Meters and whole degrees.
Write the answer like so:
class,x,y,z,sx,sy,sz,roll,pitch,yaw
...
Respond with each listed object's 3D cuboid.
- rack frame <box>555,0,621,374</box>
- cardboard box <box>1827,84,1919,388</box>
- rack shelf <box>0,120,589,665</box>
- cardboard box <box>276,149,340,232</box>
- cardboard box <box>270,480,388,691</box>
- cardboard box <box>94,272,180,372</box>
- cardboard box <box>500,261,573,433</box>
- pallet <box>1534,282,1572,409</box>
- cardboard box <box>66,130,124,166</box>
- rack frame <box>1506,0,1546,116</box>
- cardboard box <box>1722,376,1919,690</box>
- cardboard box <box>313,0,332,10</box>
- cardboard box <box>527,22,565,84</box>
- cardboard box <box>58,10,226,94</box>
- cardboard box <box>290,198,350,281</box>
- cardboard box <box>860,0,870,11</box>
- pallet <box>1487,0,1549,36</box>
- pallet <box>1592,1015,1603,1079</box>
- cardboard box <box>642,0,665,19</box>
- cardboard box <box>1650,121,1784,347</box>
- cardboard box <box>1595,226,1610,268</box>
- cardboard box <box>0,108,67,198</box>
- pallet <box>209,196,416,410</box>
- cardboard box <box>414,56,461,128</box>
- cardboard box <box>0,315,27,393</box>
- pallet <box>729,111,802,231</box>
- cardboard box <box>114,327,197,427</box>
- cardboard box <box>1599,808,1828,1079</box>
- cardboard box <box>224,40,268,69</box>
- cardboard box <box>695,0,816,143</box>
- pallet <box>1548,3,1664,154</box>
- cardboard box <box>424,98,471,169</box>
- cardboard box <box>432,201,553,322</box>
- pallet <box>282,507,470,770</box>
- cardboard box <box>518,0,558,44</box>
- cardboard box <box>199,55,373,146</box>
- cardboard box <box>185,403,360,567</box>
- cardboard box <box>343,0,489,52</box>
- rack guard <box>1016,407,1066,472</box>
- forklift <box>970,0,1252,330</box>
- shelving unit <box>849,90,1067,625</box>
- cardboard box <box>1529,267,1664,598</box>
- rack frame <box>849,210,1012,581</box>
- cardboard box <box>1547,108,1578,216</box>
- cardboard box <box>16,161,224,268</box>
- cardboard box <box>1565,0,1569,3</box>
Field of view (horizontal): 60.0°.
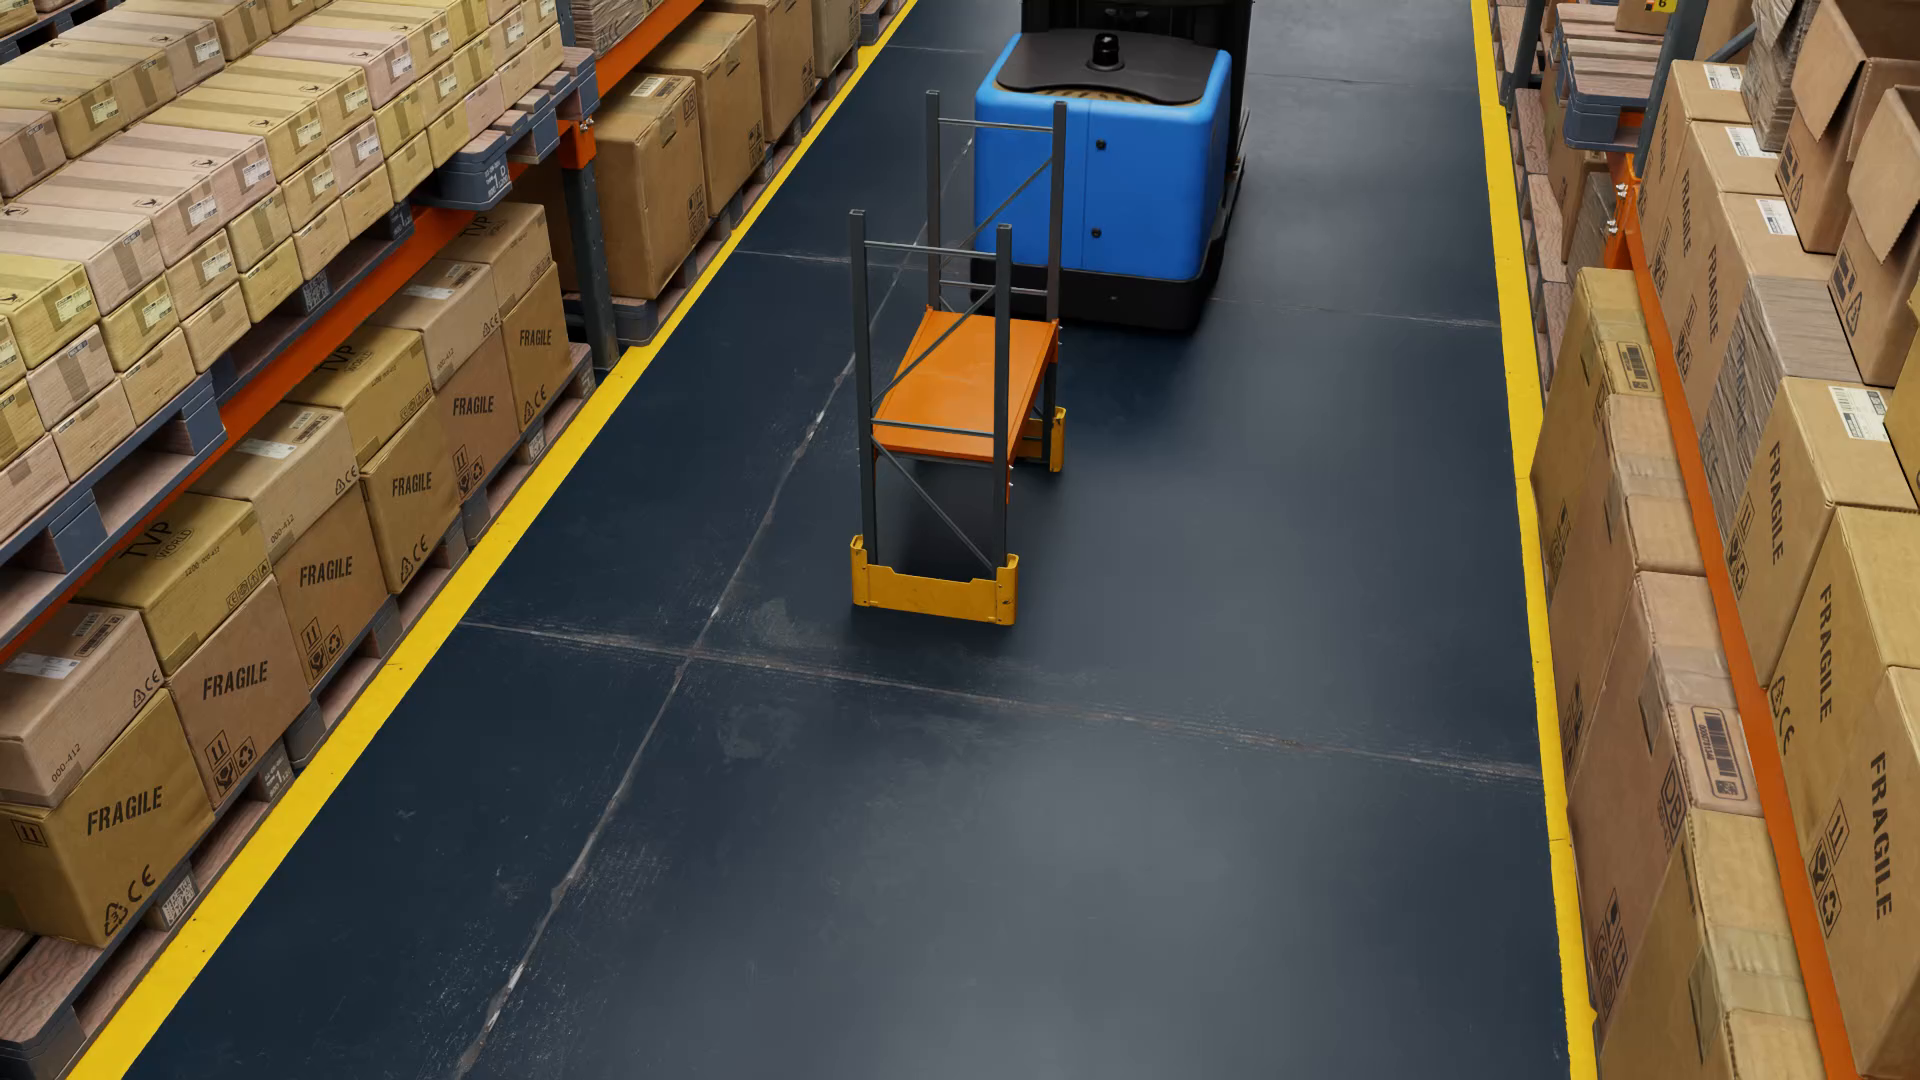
class,x,y,z,sx,sy,sz,roll,pitch,yaw
rack frame,-2.002,-2.039,6.507,1.000,3.000,0.127,7,37,10
cardboard box,2.371,-0.630,3.623,0.797,0.503,0.637,8,37,11
rack shelf,-2.429,-0.601,5.136,1.077,0.370,4.000,7,37,10
cardboard box,-1.991,-0.999,4.675,0.380,0.149,0.250,7,36,9
cardboard box,-2.230,0.101,5.327,0.500,0.500,0.500,8,37,11
cardboard box,-2.160,-0.548,4.053,0.380,0.149,0.250,6,36,8
cardboard box,-1.887,-0.786,6.551,0.500,0.500,0.500,7,37,10
pallet,2.990,-0.678,7.005,1.003,0.211,1.213,7,37,10
cardboard box,-2.629,-1.082,4.789,0.380,0.149,0.250,9,37,12
rack frame,3.676,-3.652,8.733,1.000,3.000,0.127,7,37,10
cardboard box,2.018,0.008,3.598,0.500,0.500,0.500,7,37,9
cardboard box,-2.345,-1.953,5.738,0.380,0.149,0.250,6,36,9
cardboard box,-1.659,-1.767,5.988,0.380,0.149,0.250,8,37,11
cardboard box,-2.515,-1.506,5.121,0.380,0.149,0.250,9,37,12
cardboard box,-1.993,-0.875,4.758,0.380,0.149,0.250,6,36,8
cardboard box,-0.945,-3.993,10.657,0.875,0.875,0.875,8,37,11
pallet,4.043,-3.614,11.057,1.003,0.211,1.213,7,37,10
pallet,2.058,1.611,3.847,1.003,0.211,1.213,7,37,10
cardboard box,-1.537,-2.595,7.189,0.500,0.500,0.500,7,37,10
cardboard box,2.344,-0.859,4.794,0.500,0.500,0.500,6,36,9
cardboard box,2.945,-0.912,6.707,0.700,0.500,0.500,5,36,8
cardboard box,-2.682,-1.056,4.501,0.380,0.149,0.250,6,36,8
pallet,-2.385,-0.821,4.990,1.003,0.211,1.213,7,37,10
cardboard box,-1.826,-1.439,5.283,0.380,0.149,0.250,7,37,10
cardboard box,-2.270,-0.383,3.572,0.380,0.149,0.250,8,37,11
pallet,-1.497,-2.049,8.898,1.003,0.211,1.213,7,37,10
cardboard box,-2.158,-0.428,4.141,0.380,0.149,0.250,8,37,10
cardboard box,2.084,1.255,3.415,1.225,0.875,0.875,7,37,10
cardboard box,-2.465,-1.522,5.396,0.380,0.149,0.250,7,37,10
cardboard box,-1.402,-2.671,8.939,1.050,0.750,0.750,7,37,10
pallet,2.870,-1.703,6.207,1.213,0.211,1.003,7,37,10
cardboard box,-1.825,-1.334,5.391,0.380,0.149,0.250,7,36,9
cardboard box,-1.892,-1.075,6.311,0.500,0.250,0.500,6,36,9
pallet,-2.433,0.236,5.745,1.003,0.211,1.213,7,37,10
cardboard box,-1.663,-1.887,5.900,0.380,0.149,0.250,8,37,11
cardboard box,-1.937,-1.268,4.793,0.380,0.149,0.250,9,37,12
cardboard box,-2.216,-0.195,5.096,0.500,0.250,0.500,9,37,12
cardboard box,-1.771,-1.716,5.410,0.380,0.149,0.250,8,37,11
rack guard,0.123,-0.430,6.631,0.587,0.250,0.087,7,37,10
forklift,0.894,-2.989,7.876,1.130,2.935,3.031,8,37,11
shelving unit,0.016,-0.651,5.870,0.587,1.500,1.083,7,37,10
cardboard box,2.654,-0.276,5.527,1.225,0.875,0.875,6,36,8
rack frame,-0.090,-0.365,5.475,0.500,1.500,0.032,7,37,10
cardboard box,3.285,-1.877,8.039,0.700,0.500,0.500,4,36,6
cardboard box,-2.102,-0.820,4.174,0.380,0.149,0.250,7,37,10
cardboard box,3.801,-3.034,9.653,0.500,0.500,0.500,6,36,9
